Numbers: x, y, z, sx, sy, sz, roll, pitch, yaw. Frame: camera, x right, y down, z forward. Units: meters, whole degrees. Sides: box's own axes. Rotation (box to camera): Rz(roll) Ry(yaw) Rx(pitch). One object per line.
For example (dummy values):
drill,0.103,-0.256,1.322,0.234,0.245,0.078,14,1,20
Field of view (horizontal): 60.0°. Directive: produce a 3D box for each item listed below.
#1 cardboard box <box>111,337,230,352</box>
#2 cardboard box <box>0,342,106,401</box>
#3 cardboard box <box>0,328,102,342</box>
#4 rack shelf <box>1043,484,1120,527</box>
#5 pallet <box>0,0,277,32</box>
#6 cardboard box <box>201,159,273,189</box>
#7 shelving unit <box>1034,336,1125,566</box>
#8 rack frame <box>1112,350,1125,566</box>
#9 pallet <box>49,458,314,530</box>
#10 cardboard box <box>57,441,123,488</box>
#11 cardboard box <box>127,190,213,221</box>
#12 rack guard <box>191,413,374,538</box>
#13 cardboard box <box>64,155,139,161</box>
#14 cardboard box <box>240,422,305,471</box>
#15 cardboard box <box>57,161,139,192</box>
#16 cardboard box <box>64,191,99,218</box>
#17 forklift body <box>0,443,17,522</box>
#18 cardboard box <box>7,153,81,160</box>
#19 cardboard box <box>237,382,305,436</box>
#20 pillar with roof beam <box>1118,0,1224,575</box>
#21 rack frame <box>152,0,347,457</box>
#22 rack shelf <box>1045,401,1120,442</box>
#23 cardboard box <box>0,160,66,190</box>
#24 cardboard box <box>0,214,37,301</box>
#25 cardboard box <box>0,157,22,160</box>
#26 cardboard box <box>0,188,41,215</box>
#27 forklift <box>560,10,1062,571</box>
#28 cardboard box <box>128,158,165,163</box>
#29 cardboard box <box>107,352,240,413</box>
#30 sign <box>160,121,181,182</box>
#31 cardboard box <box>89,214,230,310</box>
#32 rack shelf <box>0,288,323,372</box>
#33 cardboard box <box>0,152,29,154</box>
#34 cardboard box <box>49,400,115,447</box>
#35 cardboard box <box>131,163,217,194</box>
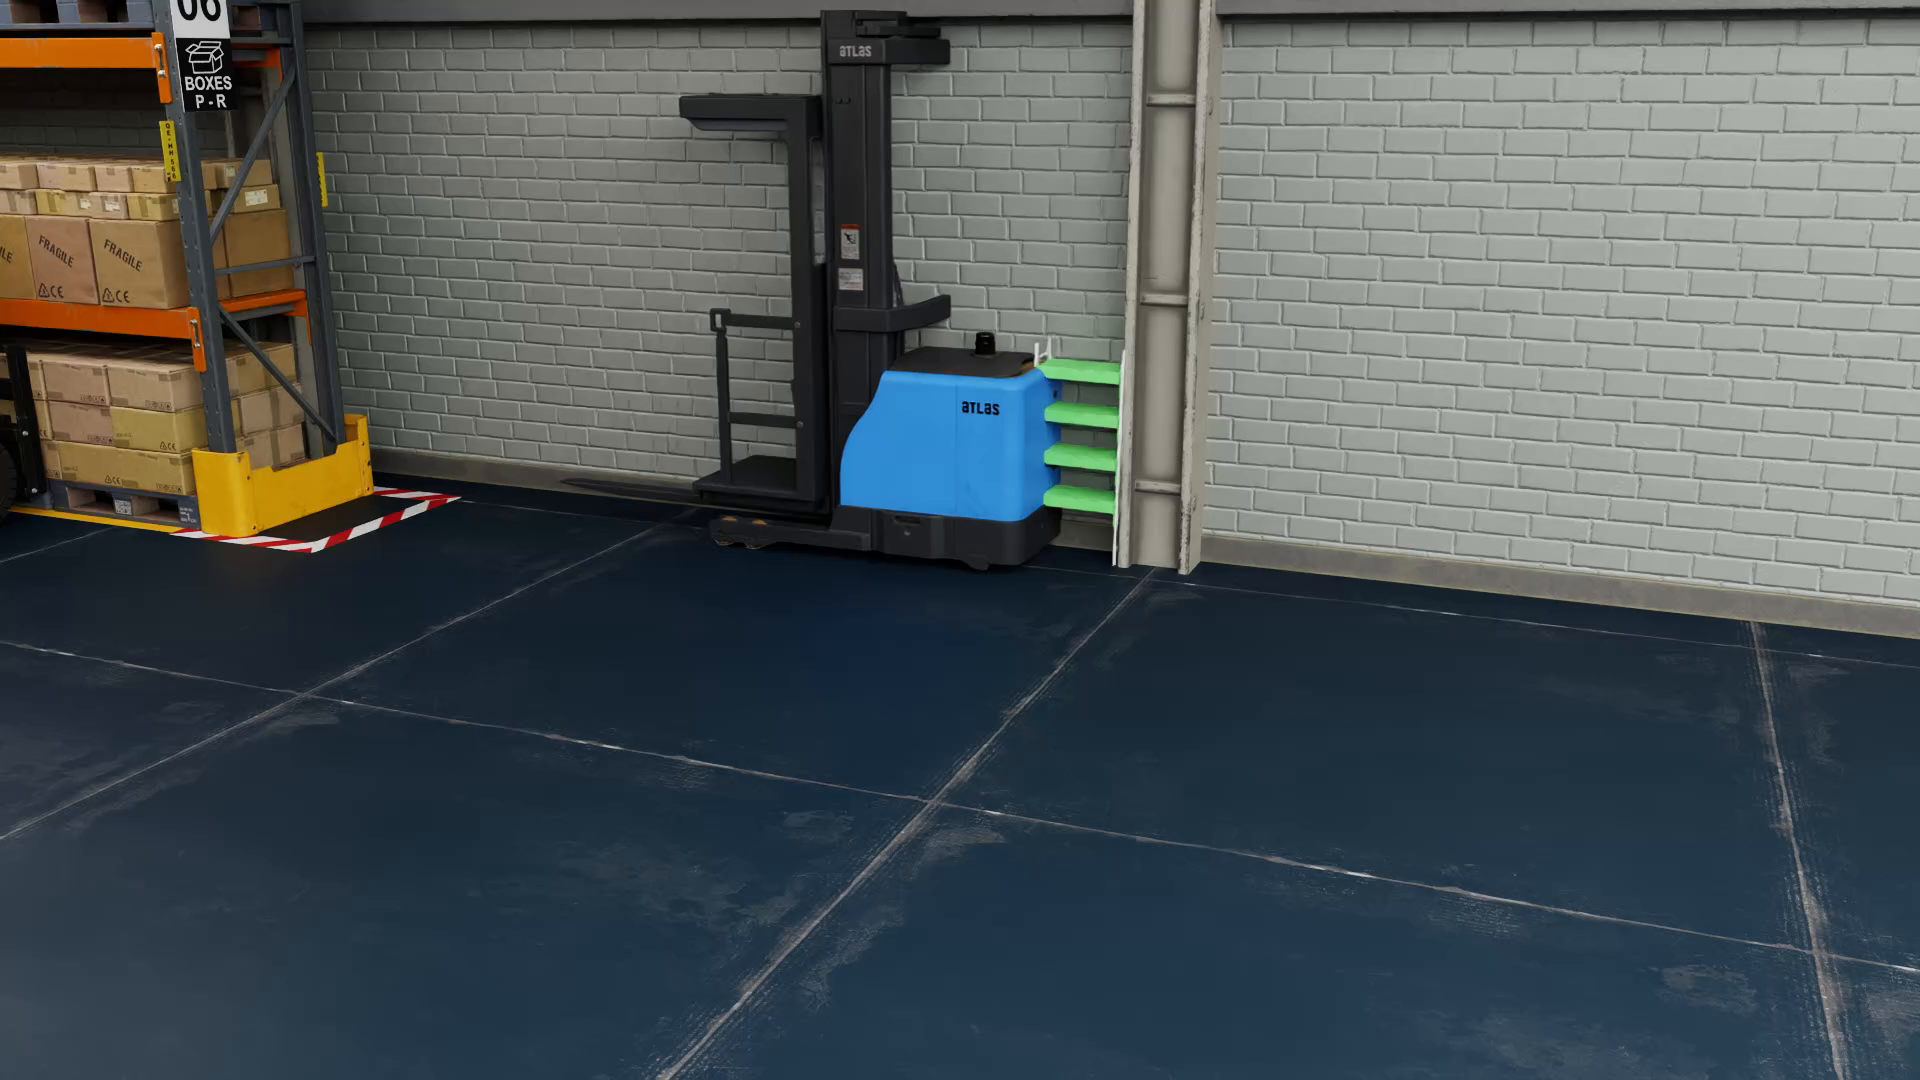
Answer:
cardboard box,-5.000,-1.131,10.574,0.500,0.250,0.500,6,17,21
cardboard box,-5.649,-1.048,10.290,0.500,0.250,0.500,7,17,21
cardboard box,-5.935,-1.239,10.947,0.500,0.250,0.500,6,17,20
rack shelf,0.669,-0.201,9.279,0.480,0.148,0.258,7,18,20
pallet,-4.804,-3.098,9.744,1.213,0.211,1.003,6,17,21
cardboard box,-4.390,-2.213,10.041,0.250,0.149,0.380,6,17,20
shelving unit,0.674,-0.492,9.190,0.503,1.200,0.258,7,18,20
rack frame,0.901,-0.462,9.106,0.015,1.200,0.240,7,18,20
pallet,-4.883,-0.349,10.498,1.213,0.211,1.003,6,17,21
cardboard box,-5.168,-0.522,10.269,0.500,0.250,0.500,6,17,21
cardboard box,-4.581,-1.943,9.645,0.250,0.149,0.380,7,17,21
rack guard,-4.134,-0.418,10.218,0.348,0.500,1.175,6,17,21
cardboard box,-5.351,-2.322,10.415,0.250,0.149,0.380,7,18,22
cardboard box,-4.541,-0.603,10.550,0.500,0.250,0.500,6,17,21
cardboard box,-5.061,-2.142,9.797,0.250,0.149,0.380,7,17,22
cardboard box,-5.049,-2.004,9.855,0.250,0.149,0.380,7,17,22
forklift body,-6.589,-0.934,9.034,1.214,2.155,2.313,6,17,21
cardboard box,-5.818,-2.379,10.611,0.250,0.149,0.380,6,17,21
cardboard box,-4.517,-0.844,10.484,0.500,0.250,0.500,7,17,22
pillar with roof beam,-0.471,-3.077,4.131,0.400,9.000,9.100,6,17,21
rack frame,-4.156,-1.621,9.878,0.127,3.000,1.000,6,17,21
rack shelf,0.676,-0.660,9.139,0.480,0.148,0.258,7,18,20
cardboard box,-5.548,-2.185,9.944,0.250,0.149,0.380,7,18,22
cardboard box,-5.666,-1.759,10.174,0.500,0.500,0.500,6,17,20
cardboard box,-5.996,-2.261,10.205,0.250,0.149,0.380,7,17,21
cardboard box,-5.541,-2.048,10.004,0.250,0.149,0.380,6,17,19
forklift,-0.899,-1.482,9.523,3.031,2.935,1.130,6,17,20
cardboard box,-4.872,-2.272,10.244,0.250,0.149,0.380,7,17,22
cardboard box,-4.699,-0.949,9.947,0.500,0.250,0.500,7,18,22
sign,-4.368,-2.152,9.203,0.005,0.325,0.100,6,17,21
cardboard box,-4.710,-1.651,9.802,0.500,0.500,0.500,6,17,19
rack shelf,-6.016,-1.480,10.683,4.000,0.370,1.077,6,17,21
cardboard box,-6.290,-2.439,10.818,0.250,0.149,0.380,6,17,20
cardboard box,-5.186,-0.765,10.211,0.500,0.250,0.500,6,17,20
cardboard box,-4.566,-2.105,9.670,0.250,0.149,0.380,6,17,21
